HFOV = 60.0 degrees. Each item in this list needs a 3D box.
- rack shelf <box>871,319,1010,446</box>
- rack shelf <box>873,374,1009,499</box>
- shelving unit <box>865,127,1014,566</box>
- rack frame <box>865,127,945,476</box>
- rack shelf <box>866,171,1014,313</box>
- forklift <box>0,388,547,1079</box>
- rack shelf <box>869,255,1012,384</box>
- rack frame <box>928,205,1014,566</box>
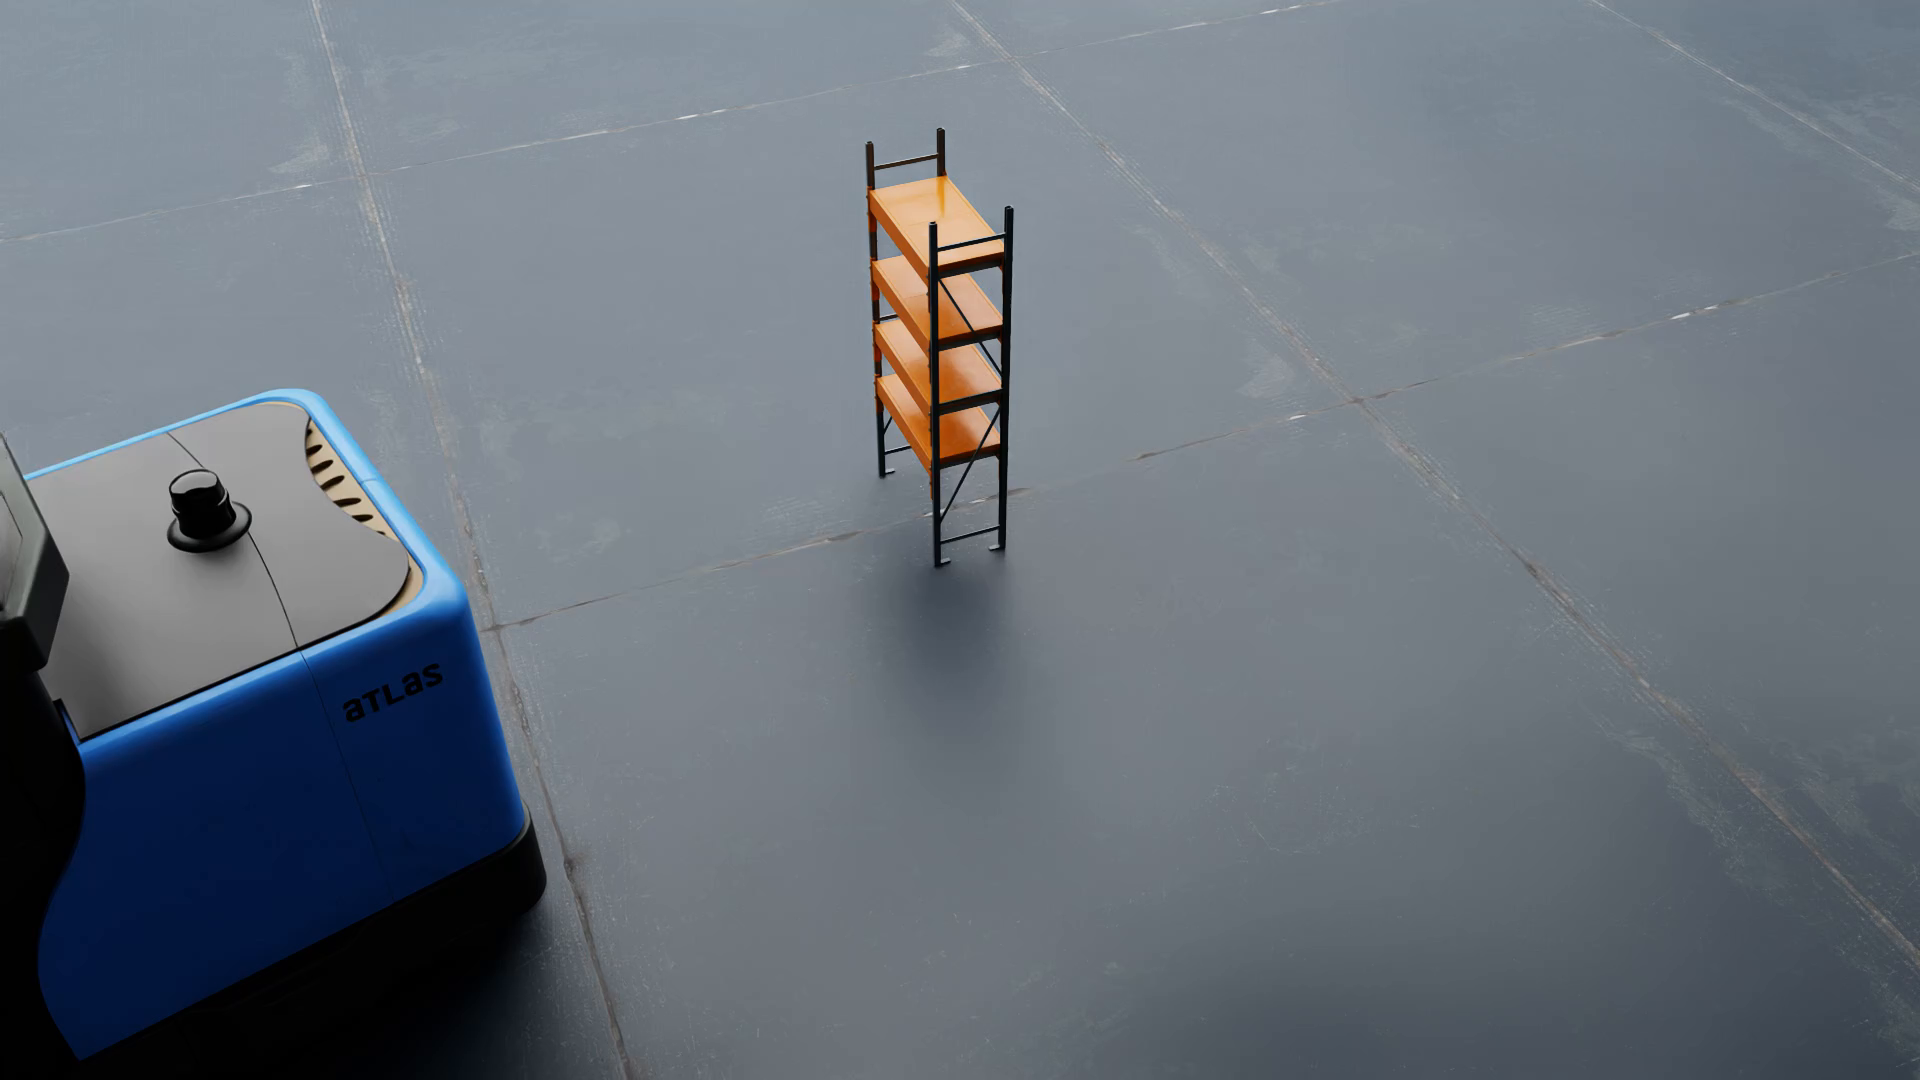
[{"bbox_3d":[-0.063,-0.504,5.019,0.258,0.148,0.480,-15,43,-17],"label":"rack shelf"},{"bbox_3d":[-0.063,-0.353,5.148,0.258,0.148,0.480,-15,43,-17],"label":"rack shelf"},{"bbox_3d":[-0.063,-0.555,4.975,0.258,1.200,0.503,-15,43,-17],"label":"shelving unit"},{"bbox_3d":[-0.157,-0.702,5.146,0.240,1.200,0.015,-15,43,-17],"label":"rack frame"},{"bbox_3d":[-0.063,-0.853,4.719,0.258,0.148,0.480,-15,43,-17],"label":"rack shelf"},{"bbox_3d":[-2.520,0.127,2.854,3.031,2.935,1.130,-25,47,-27],"label":"forklift"},{"bbox_3d":[-0.063,-0.673,4.873,0.258,0.148,0.480,-15,43,-17],"label":"rack shelf"},{"bbox_3d":[0.030,-0.408,4.804,0.240,1.200,0.015,-15,43,-17],"label":"rack frame"}]
